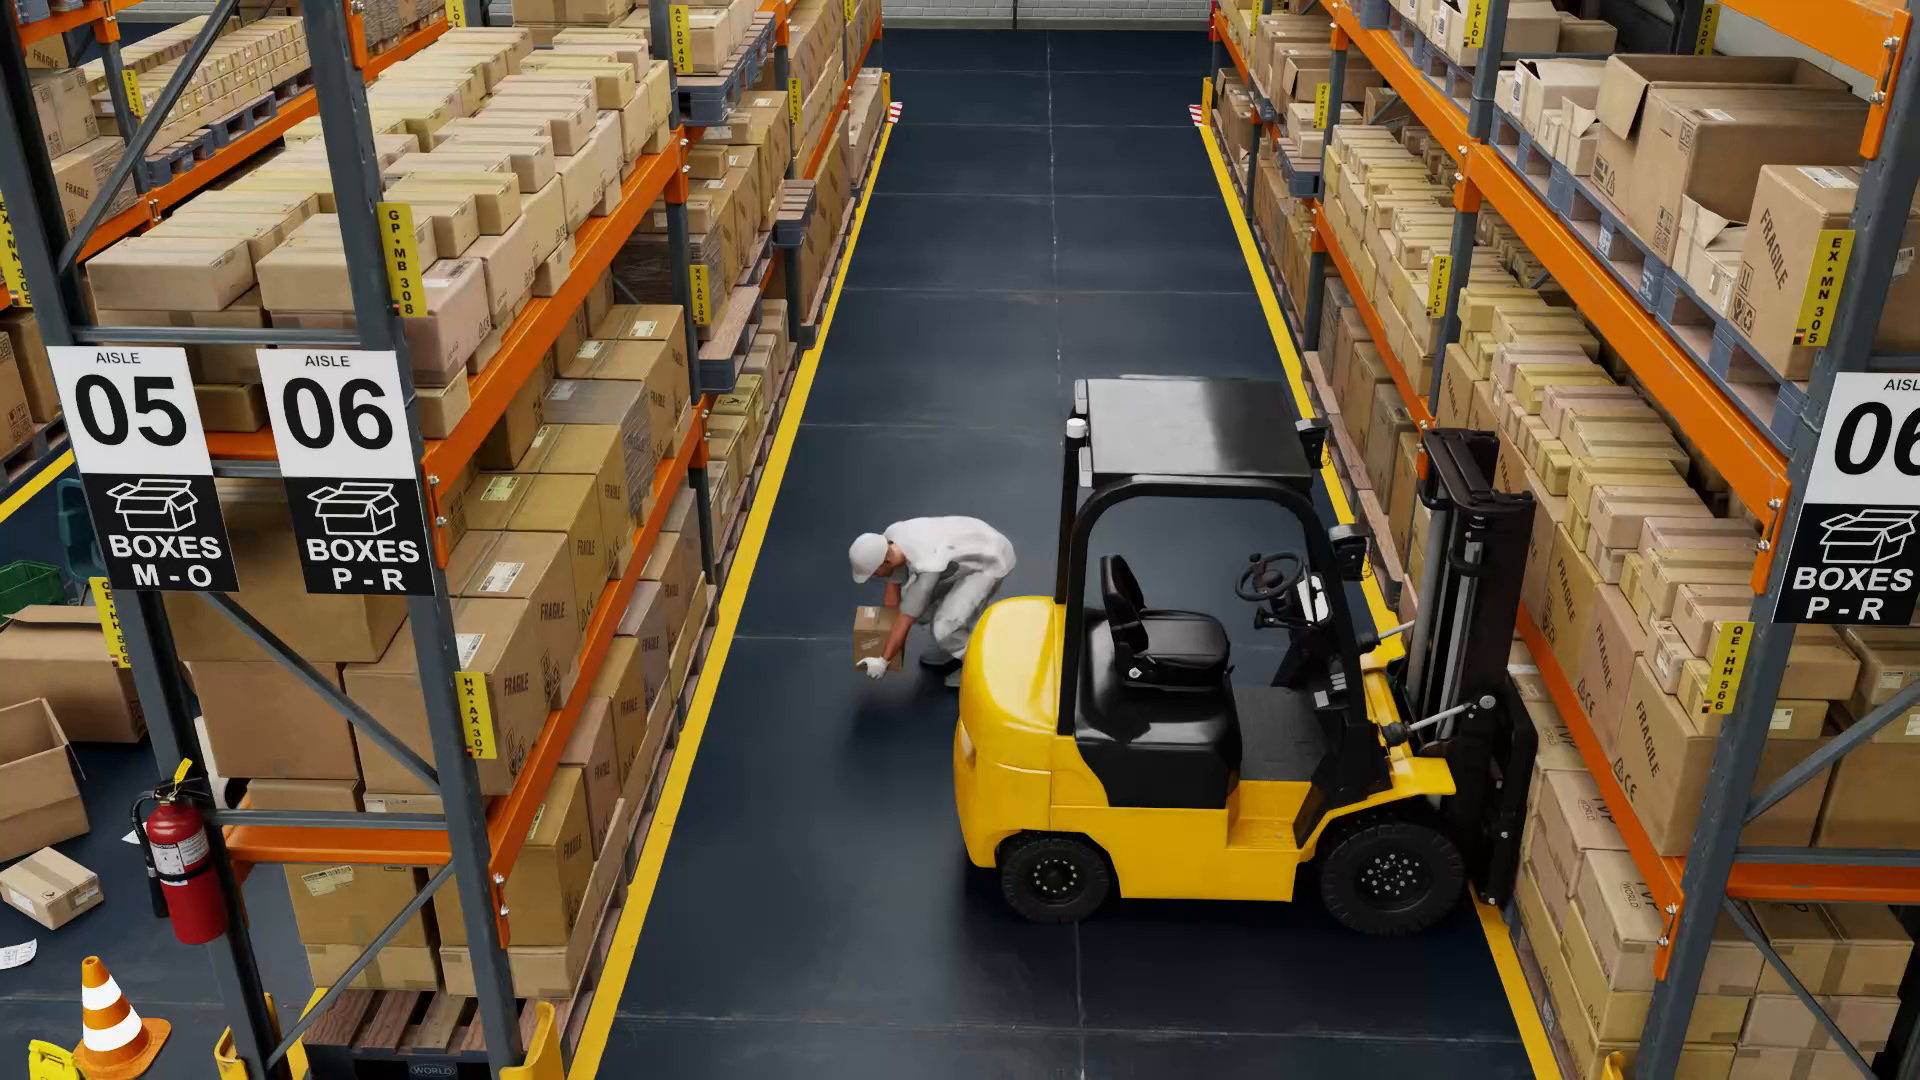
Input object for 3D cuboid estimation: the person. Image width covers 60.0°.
[{"bbox_3d":[-0.156,0.317,8.864,0.947,0.978,0.534,-15,31,-26],"label":"person"}]
